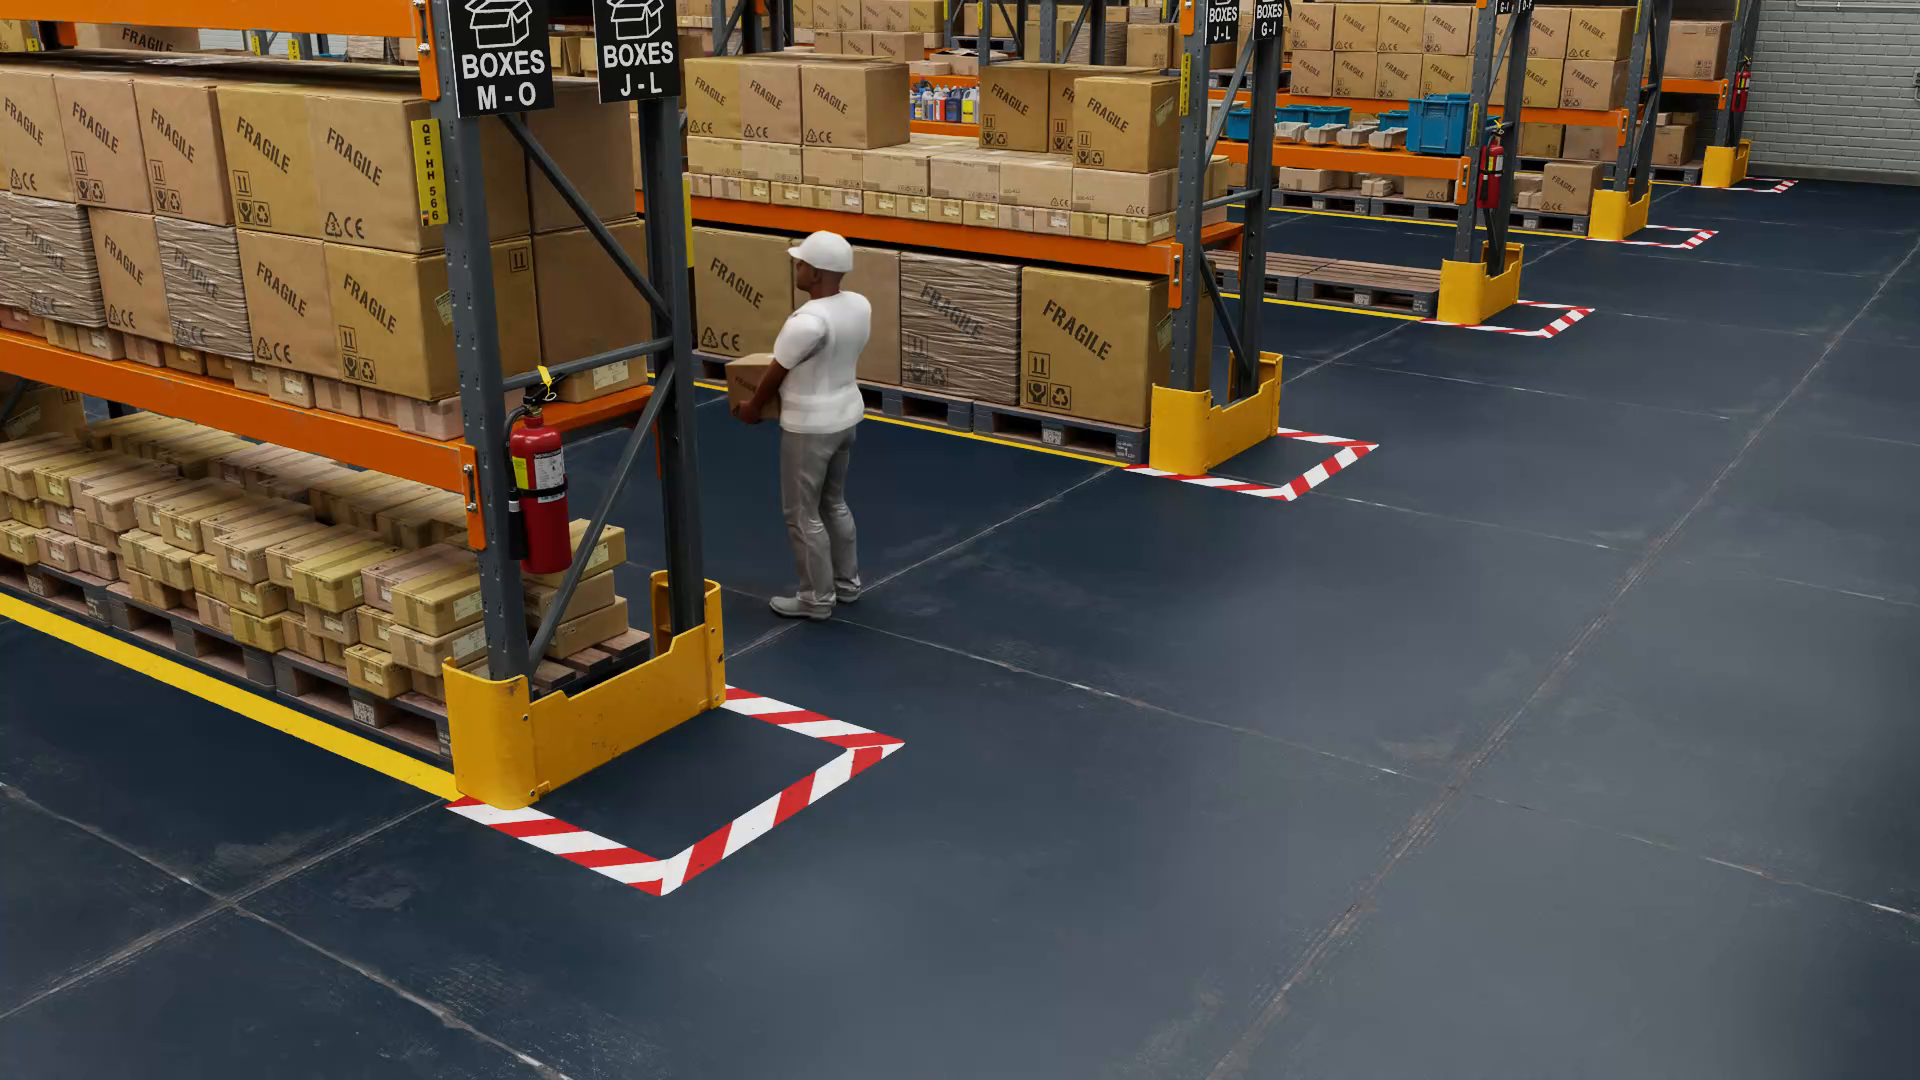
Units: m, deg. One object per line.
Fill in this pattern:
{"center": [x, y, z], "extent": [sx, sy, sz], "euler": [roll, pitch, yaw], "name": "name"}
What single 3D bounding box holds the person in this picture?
{"center": [-0.719, -0.524, 7.508], "extent": [0.577, 1.761, 0.502], "euler": [9, 22, 24], "name": "person"}
